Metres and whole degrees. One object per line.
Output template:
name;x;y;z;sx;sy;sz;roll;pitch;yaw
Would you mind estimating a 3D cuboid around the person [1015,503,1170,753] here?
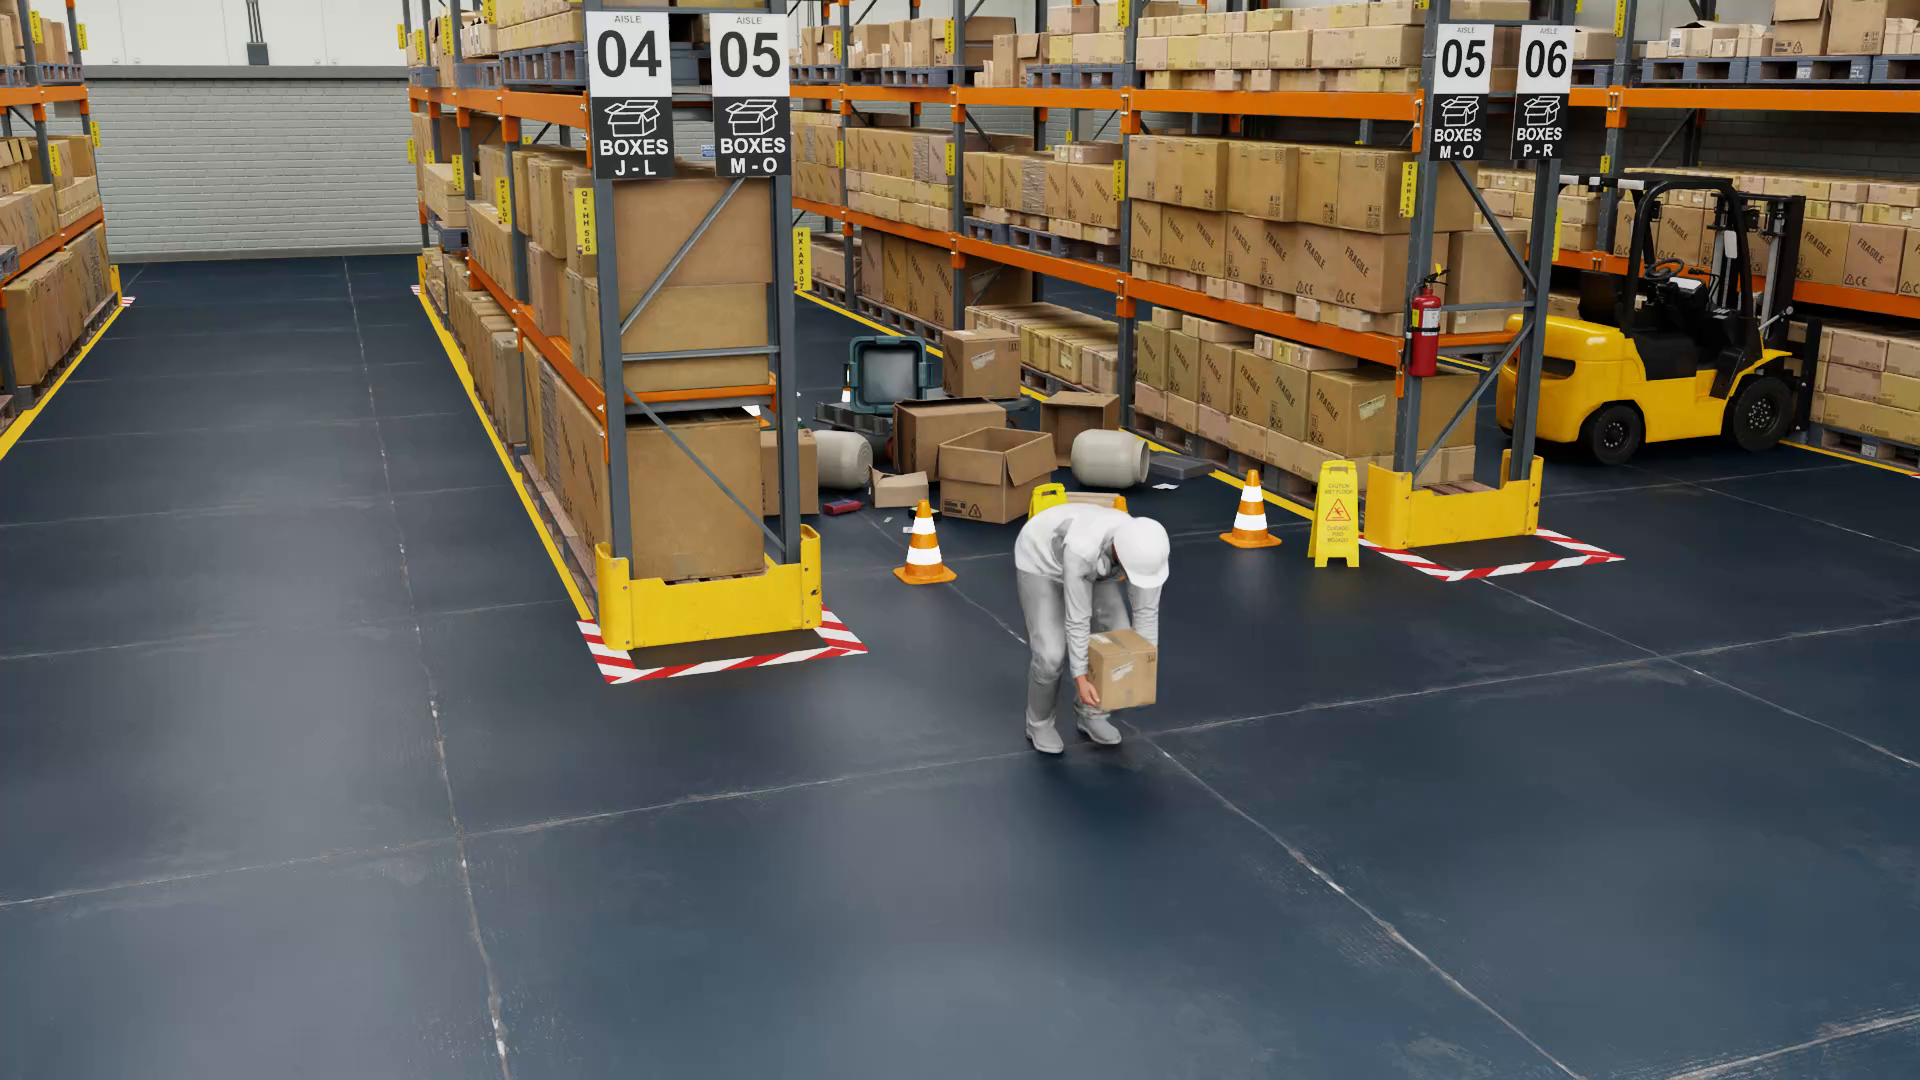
person;0.590;0.390;7.182;0.488;1.179;0.973;-7;17;-23
